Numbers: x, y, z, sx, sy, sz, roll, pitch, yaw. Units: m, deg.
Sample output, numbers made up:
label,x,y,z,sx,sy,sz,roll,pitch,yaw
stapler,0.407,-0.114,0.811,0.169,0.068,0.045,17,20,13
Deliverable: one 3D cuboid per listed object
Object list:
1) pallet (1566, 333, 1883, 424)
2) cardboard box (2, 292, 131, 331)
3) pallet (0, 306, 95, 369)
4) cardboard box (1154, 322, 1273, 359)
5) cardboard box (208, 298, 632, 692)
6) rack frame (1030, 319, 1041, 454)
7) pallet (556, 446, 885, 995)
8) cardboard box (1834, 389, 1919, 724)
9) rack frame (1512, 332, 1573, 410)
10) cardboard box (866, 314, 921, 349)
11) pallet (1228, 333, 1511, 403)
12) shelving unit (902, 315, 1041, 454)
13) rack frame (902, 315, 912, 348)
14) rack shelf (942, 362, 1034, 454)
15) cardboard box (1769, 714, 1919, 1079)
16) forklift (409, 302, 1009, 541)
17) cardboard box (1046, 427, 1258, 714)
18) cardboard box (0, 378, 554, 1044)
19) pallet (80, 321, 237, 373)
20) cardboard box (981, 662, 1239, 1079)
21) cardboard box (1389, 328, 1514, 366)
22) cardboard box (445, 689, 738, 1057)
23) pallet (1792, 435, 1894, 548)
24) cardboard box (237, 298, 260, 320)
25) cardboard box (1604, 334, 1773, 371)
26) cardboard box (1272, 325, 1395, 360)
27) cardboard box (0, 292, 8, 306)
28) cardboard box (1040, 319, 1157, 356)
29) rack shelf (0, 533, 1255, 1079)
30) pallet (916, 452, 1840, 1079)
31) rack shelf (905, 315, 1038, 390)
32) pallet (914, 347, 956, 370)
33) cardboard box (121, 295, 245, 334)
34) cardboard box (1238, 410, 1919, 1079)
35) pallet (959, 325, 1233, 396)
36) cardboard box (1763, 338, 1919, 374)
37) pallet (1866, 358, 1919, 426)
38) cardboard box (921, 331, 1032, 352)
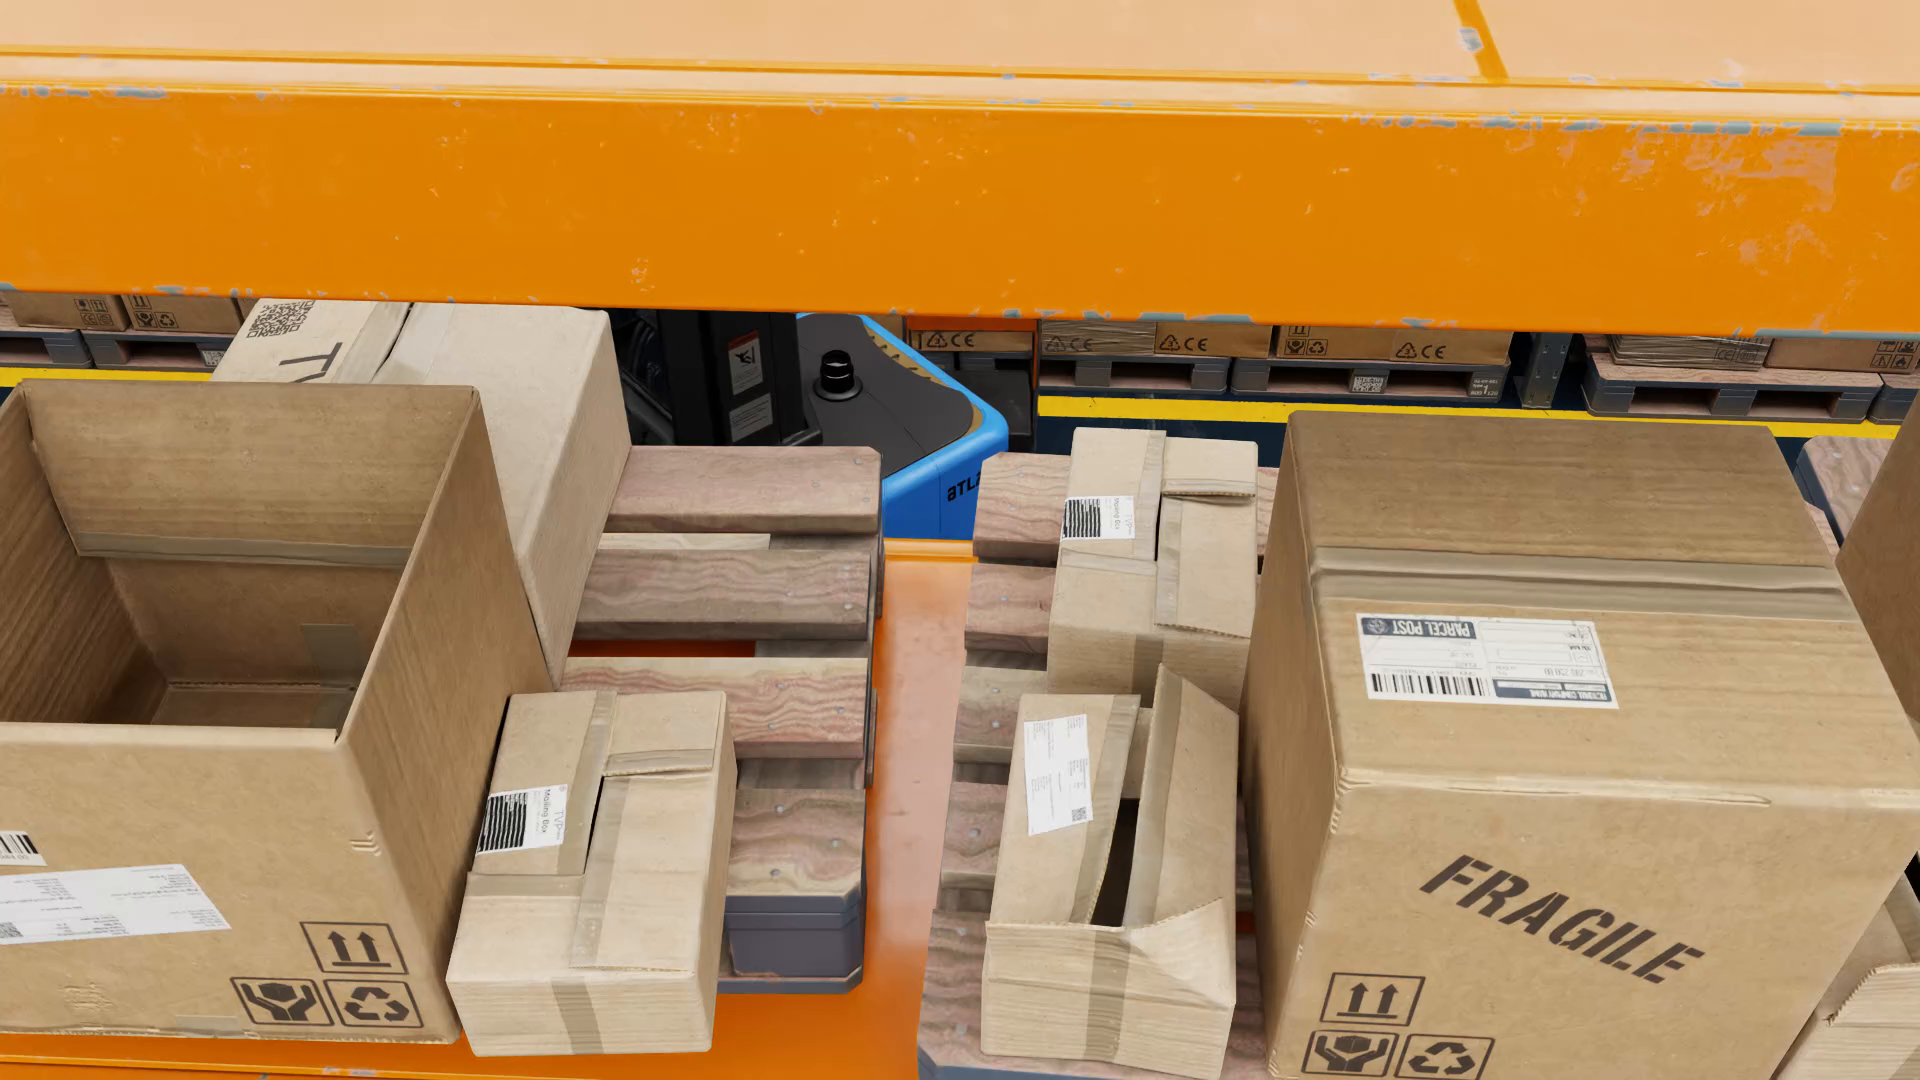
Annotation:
label,x,y,z,sx,sy,sz,roll,pitch,yaw
pallet,3.397,-0.943,7.607,1.213,0.211,1.003,2,43,2
cardboard box,-3.957,-1.364,7.539,0.500,0.500,0.700,3,43,4
pallet,-4.543,-1.214,7.899,1.213,0.211,1.003,2,43,2
cardboard box,1.122,-1.157,7.318,0.500,0.500,0.500,3,43,4
cardboard box,-0.750,-0.092,2.205,0.500,0.311,0.500,2,43,2
rack frame,0.288,-0.902,6.177,0.015,2.100,0.400,0,43,0
pallet,-0.721,0.209,2.265,1.217,0.209,0.805,0,43,0
cardboard box,1.359,0.176,1.778,0.500,0.500,0.700,0,43,0
rack frame,2.576,-2.015,6.712,0.127,3.000,1.000,2,43,2
cardboard box,-0.414,-1.199,7.362,0.500,0.500,0.500,1,43,1
pallet,1.832,-1.043,7.715,1.213,0.211,1.003,2,43,2
shelving unit,0.044,-0.903,6.179,0.503,2.100,0.431,0,43,0
rack frame,-0.200,-0.905,6.181,0.015,2.100,0.400,0,43,0
rack shelf,0.044,-0.381,6.666,0.480,0.518,0.431,0,43,0
cardboard box,0.965,0.359,1.754,0.258,0.266,0.396,1,43,1
forklift,-1.273,-0.299,4.921,3.031,2.935,1.130,-30,51,-28
cardboard box,0.256,0.032,2.177,0.250,0.166,0.380,5,43,5
cardboard box,-0.772,0.179,1.775,0.500,0.500,0.500,1,43,1
pallet,-3.328,-1.175,7.856,1.213,0.211,1.003,2,43,2
cardboard box,0.170,0.335,1.780,0.258,0.266,0.396,5,43,5
cardboard box,2.144,-1.121,7.278,0.500,0.500,0.500,3,43,3
cardboard box,-0.391,0.354,1.832,0.250,0.166,0.380,-1,43,-1
pallet,1.711,0.353,2.109,1.003,0.211,1.213,4,43,4
cardboard box,-2.920,-1.332,7.505,0.500,0.500,0.700,0,43,0
cardboard box,3.199,-1.271,7.348,0.625,0.625,0.875,3,43,3
cardboard box,1.645,-1.143,7.302,0.500,0.500,0.500,1,43,1
cardboard box,-4.386,-1.248,7.673,0.250,0.149,0.380,0,43,0
cardboard box,0.602,-1.161,7.321,0.500,0.500,0.500,0,43,0
rack shelf,0.358,0.469,2.373,4.000,0.370,1.077,2,43,2
pallet,0.593,0.321,2.143,1.213,0.211,1.003,4,43,4
rack shelf,0.044,-0.893,6.188,0.480,0.518,0.431,0,43,0
pallet,-0.605,-1.118,7.796,1.213,0.211,1.003,2,43,2
cardboard box,-3.433,-1.279,7.448,0.500,0.500,0.500,3,43,3
cardboard box,0.583,0.221,1.731,0.500,0.500,0.500,2,43,2
pallet,0.616,-1.083,7.757,1.213,0.211,1.003,2,43,2
cardboard box,3.852,-1.257,7.332,0.625,0.625,0.875,3,43,3
pallet,4.612,-0.904,7.565,1.213,0.211,1.003,2,43,2
cardboard box,0.084,-1.181,7.343,0.500,0.500,0.500,1,43,1
